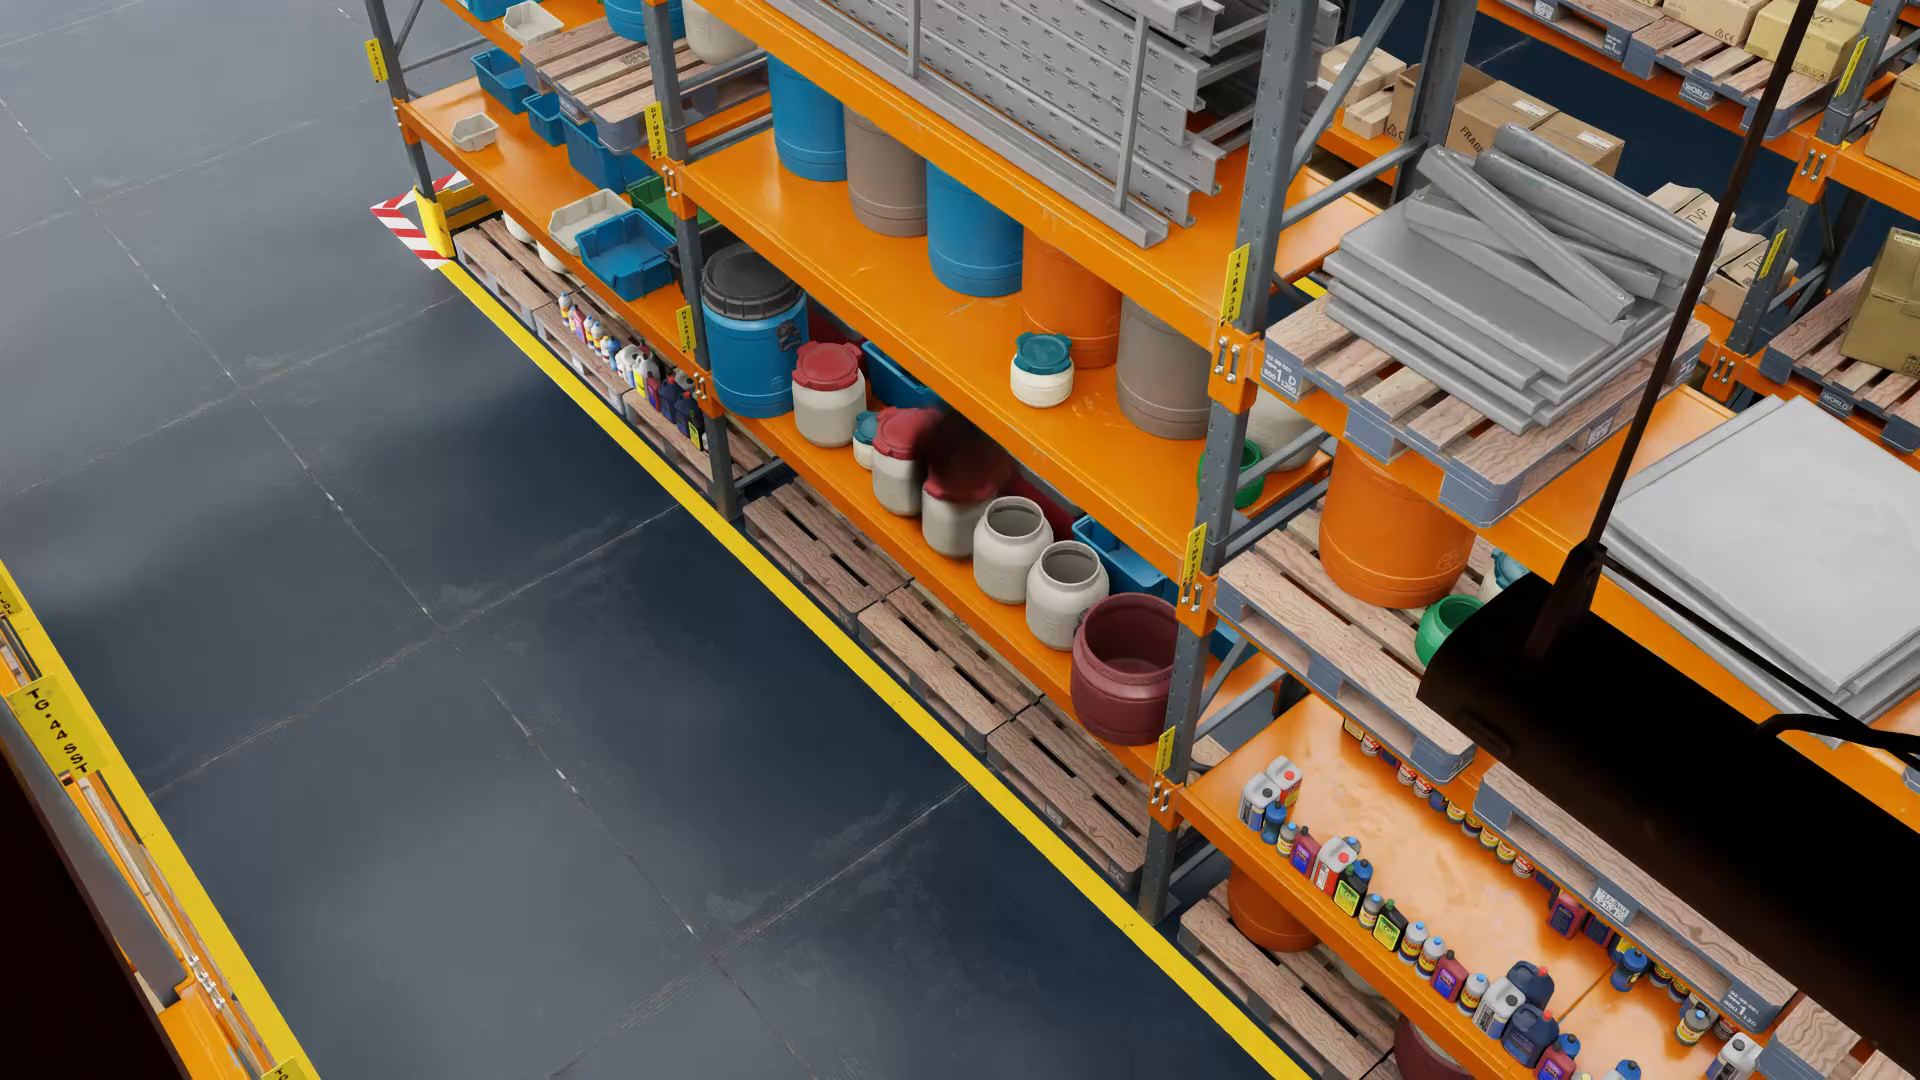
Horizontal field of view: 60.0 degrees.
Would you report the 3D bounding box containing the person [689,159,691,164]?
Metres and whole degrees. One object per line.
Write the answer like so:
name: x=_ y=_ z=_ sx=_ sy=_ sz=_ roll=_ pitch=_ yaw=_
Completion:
person: x=-2.441 y=-3.675 z=13.246 sx=0.374 sy=1.804 sz=0.613 roll=-21 pitch=50 yaw=-19
